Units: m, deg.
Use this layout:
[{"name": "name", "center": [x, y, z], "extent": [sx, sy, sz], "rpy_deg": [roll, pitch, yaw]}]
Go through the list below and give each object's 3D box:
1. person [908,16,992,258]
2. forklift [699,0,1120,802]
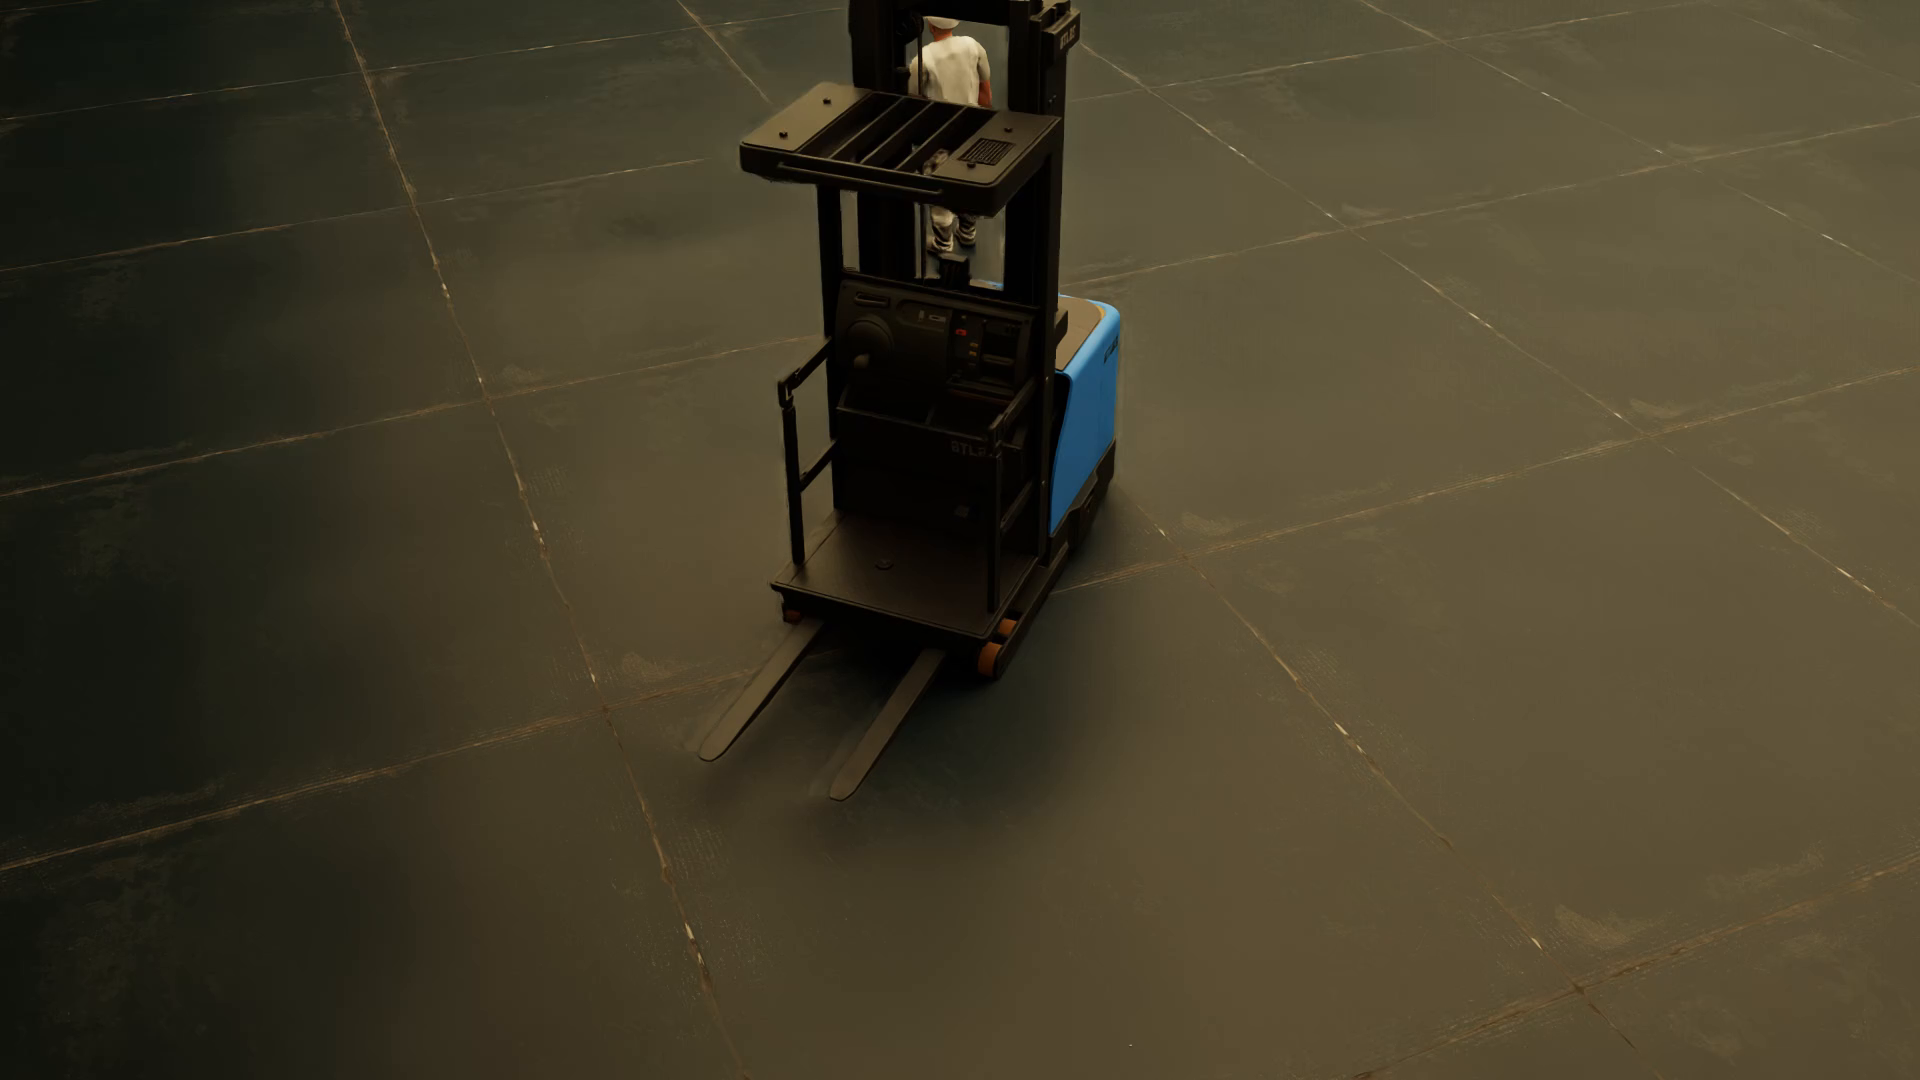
[{"name": "person", "center": [-0.117, -2.710, 10.881], "extent": [0.637, 1.789, 0.563], "rpy_deg": [-14, 38, -19]}, {"name": "forklift", "center": [-0.205, -0.836, 7.274], "extent": [1.130, 2.935, 3.031], "rpy_deg": [14, 38, 18]}]
